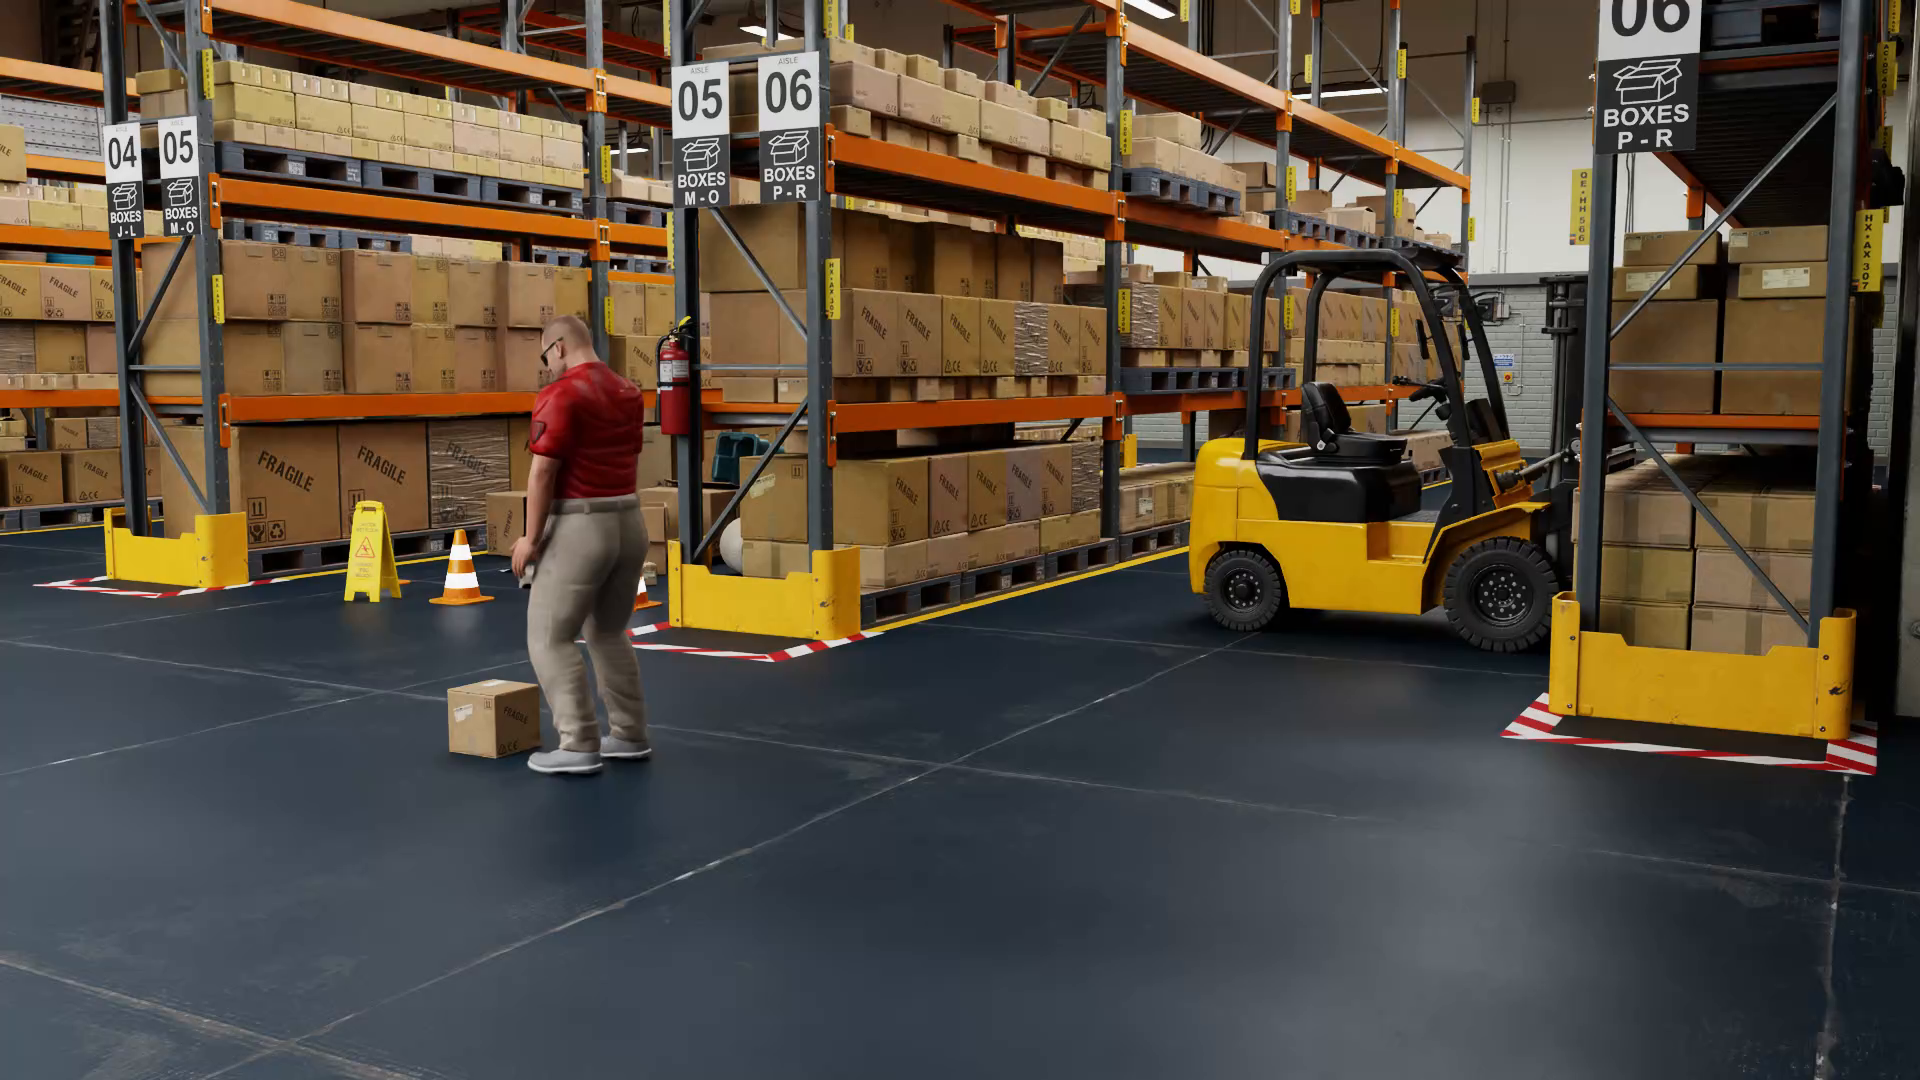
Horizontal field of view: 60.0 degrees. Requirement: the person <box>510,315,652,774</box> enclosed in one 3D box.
[{"bbox_3d":[-1.408,0.015,6.233,0.376,1.704,0.544,3,7,30],"label":"person"}]
